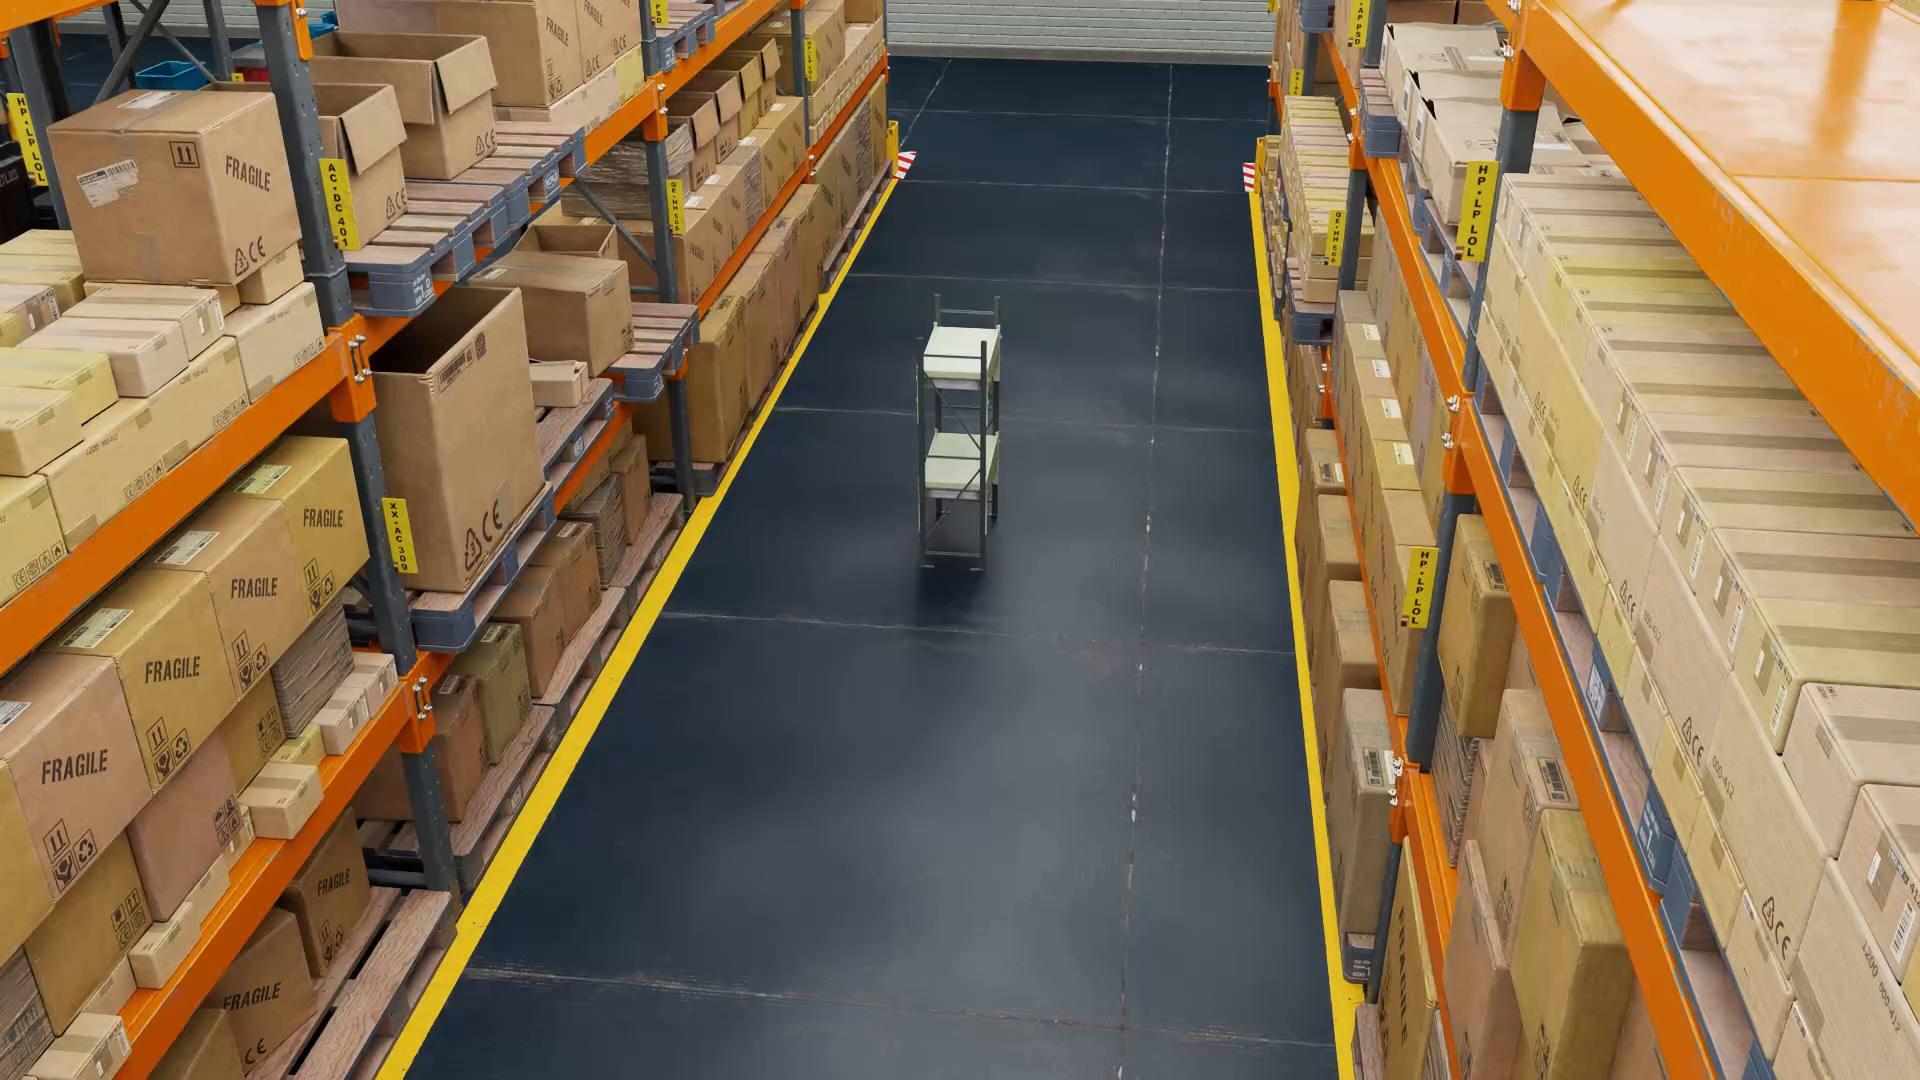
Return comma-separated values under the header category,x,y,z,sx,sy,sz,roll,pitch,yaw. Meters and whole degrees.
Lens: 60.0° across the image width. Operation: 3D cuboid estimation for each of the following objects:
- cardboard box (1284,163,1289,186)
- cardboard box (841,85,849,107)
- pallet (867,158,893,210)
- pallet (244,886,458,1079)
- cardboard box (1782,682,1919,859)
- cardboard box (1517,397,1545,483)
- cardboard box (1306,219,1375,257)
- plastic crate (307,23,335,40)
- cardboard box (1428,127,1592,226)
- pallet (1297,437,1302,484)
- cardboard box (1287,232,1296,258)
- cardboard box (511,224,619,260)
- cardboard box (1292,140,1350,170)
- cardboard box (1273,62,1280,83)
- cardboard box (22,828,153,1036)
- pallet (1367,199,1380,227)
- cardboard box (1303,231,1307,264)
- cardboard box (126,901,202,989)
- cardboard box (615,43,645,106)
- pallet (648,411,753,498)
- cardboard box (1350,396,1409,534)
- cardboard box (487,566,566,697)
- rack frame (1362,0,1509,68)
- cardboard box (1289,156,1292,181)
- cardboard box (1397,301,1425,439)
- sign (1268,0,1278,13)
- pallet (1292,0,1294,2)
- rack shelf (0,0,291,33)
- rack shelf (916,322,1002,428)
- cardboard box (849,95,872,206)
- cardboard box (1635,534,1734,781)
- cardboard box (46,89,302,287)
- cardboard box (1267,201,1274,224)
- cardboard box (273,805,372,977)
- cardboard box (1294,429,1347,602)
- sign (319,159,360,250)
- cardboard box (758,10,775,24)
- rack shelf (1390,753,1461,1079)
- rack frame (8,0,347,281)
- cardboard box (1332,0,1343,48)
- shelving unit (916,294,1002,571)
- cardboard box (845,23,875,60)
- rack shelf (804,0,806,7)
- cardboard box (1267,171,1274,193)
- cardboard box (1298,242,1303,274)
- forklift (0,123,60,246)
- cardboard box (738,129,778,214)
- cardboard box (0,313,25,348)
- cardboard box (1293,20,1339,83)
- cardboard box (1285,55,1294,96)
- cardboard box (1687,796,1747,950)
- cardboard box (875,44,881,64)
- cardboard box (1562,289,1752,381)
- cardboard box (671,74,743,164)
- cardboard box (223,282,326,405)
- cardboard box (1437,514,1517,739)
category,x,y,z,sx,sy,sz,roll,pitch,yaw
cardboard box,2.560,-2.641,12.105,0.380,0.149,0.250,4,29,7
cardboard box,-1.226,-4.048,15.157,0.380,0.149,0.250,4,29,7
pallet,-1.281,-3.702,17.192,1.003,0.211,1.213,3,28,6
pallet,-2.778,1.883,6.824,1.003,0.211,1.213,3,28,6
cardboard box,1.457,0.350,2.443,0.380,0.149,0.250,4,29,7
cardboard box,1.705,-0.257,4.410,0.380,0.149,0.250,3,28,5
cardboard box,2.275,-1.803,9.921,0.380,0.149,0.250,2,28,4
plastic crate,-6.614,-5.145,17.042,0.416,0.233,0.300,3,28,6
cardboard box,2.112,-1.404,6.433,0.500,0.250,0.500,3,28,6
pallet,2.767,-0.350,10.968,1.003,0.211,1.213,3,28,6
cardboard box,2.807,-2.174,12.818,0.500,0.250,0.500,2,28,4
cardboard box,-2.267,-1.518,9.648,0.500,0.500,0.500,0,28,0
cardboard box,2.497,-2.661,11.514,0.380,0.149,0.250,4,29,8
cardboard box,3.209,-4.485,15.970,0.380,0.149,0.250,3,28,5
cardboard box,-3.007,1.078,4.959,0.875,0.500,0.500,3,28,6
pallet,2.871,-2.059,11.404,1.003,0.211,1.213,3,28,6
cardboard box,2.309,-1.799,10.228,0.380,0.149,0.250,4,29,8
cardboard box,-2.664,1.272,5.284,0.380,0.149,0.250,3,28,6
cardboard box,-2.056,-2.562,9.130,0.500,0.250,0.500,3,29,6
pallet,-2.069,-0.684,11.590,1.003,0.211,1.213,3,28,6
cardboard box,2.162,-0.347,7.917,0.500,0.500,0.500,3,28,6
cardboard box,-2.489,0.470,8.679,0.700,0.500,0.500,1,28,2
rack frame,2.669,-3.851,8.202,1.000,3.000,0.127,3,28,6
cardboard box,2.532,-2.646,11.799,0.380,0.149,0.250,4,29,8
cardboard box,2.421,-0.763,7.635,0.700,0.500,0.500,3,28,6
sign,3.111,-5.388,16.467,0.100,0.325,0.005,3,28,6
pallet,2.978,-4.046,11.925,1.213,0.211,1.003,3,28,6
rack shelf,-2.976,-1.044,3.754,1.077,0.370,4.000,3,28,6
rack shelf,-0.001,-1.001,9.995,0.431,0.370,0.720,3,28,6
cardboard box,-1.371,-3.826,16.279,0.875,0.875,0.875,3,28,6
cardboard box,1.596,0.224,3.098,0.500,0.250,0.500,3,28,6
cardboard box,-2.533,-1.151,5.408,0.500,0.500,0.500,3,28,5
cardboard box,3.100,-3.080,15.659,0.380,0.149,0.250,2,28,4
cardboard box,-2.820,1.439,6.901,0.500,0.500,0.500,3,28,5
cardboard box,2.506,-0.122,9.536,1.050,0.750,0.750,3,28,6
sign,-2.191,-1.183,5.867,0.100,0.325,0.005,3,28,6
cardboard box,-1.894,-4.291,14.398,0.500,0.500,0.500,4,29,7
rack shelf,1.934,1.932,4.553,1.077,0.370,4.000,3,28,6
rack frame,-2.731,-2.303,5.330,1.000,3.000,0.127,3,28,6
cardboard box,2.601,-3.329,10.290,0.500,0.500,0.500,3,28,6
shelving unit,-0.001,-0.657,10.181,0.431,1.500,0.755,3,28,6
cardboard box,-1.119,-4.894,16.307,0.500,0.250,0.500,3,28,5
rack shelf,-1.506,-5.373,14.949,1.077,0.370,4.000,3,28,6
cardboard box,3.160,-3.444,16.021,0.380,0.149,0.250,4,29,8
cardboard box,2.337,-1.781,10.507,0.380,0.149,0.250,4,29,7
forklift,-5.020,-0.928,9.174,1.130,2.935,3.031,2,28,4
cardboard box,-1.661,-2.757,12.392,0.500,0.500,0.500,3,28,6
cardboard box,-3.083,-0.583,5.038,0.380,0.149,0.250,4,29,8
cardboard box,2.949,-3.944,13.228,0.500,0.500,0.500,2,28,4
cardboard box,3.003,-3.756,13.932,0.500,0.500,0.500,3,28,5
cardboard box,1.488,0.583,2.852,0.380,0.149,0.250,4,29,7
cardboard box,-1.008,-4.891,16.723,0.380,0.149,0.250,4,29,7
cardboard box,1.674,-0.485,3.993,0.380,0.149,0.250,4,29,7
cardboard box,-1.977,-2.997,11.779,0.797,0.503,0.637,4,29,8
cardboard box,-2.528,-0.687,5.650,0.500,0.250,0.500,4,29,8
cardboard box,2.100,0.304,5.519,0.875,0.550,0.550,3,28,6
